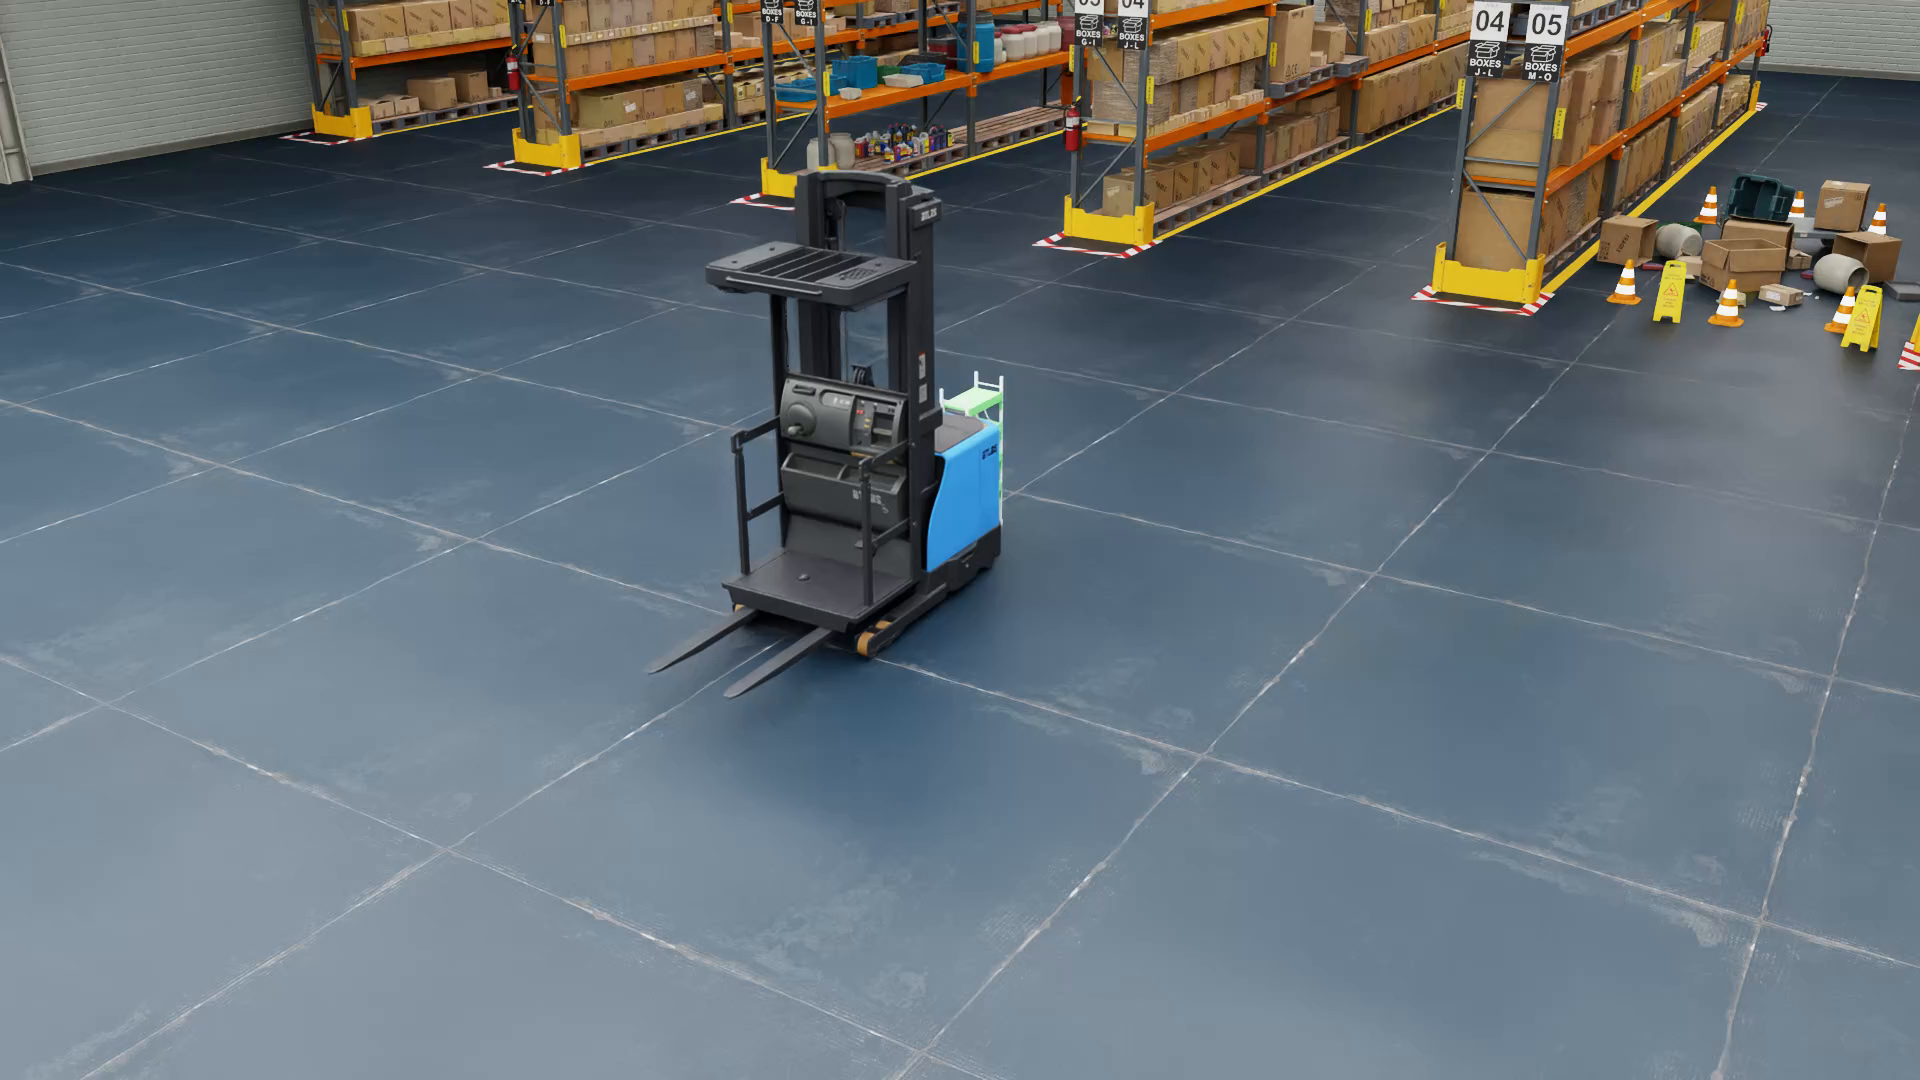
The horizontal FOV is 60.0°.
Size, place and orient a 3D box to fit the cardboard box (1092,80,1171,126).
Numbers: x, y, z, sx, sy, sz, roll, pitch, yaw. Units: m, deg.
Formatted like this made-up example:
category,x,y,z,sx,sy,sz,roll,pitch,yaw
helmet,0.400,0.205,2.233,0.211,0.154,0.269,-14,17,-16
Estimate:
category,x,y,z,sx,sy,sz,roll,pitch,yaw
cardboard box,2.201,-5.651,21.364,0.875,0.500,0.500,14,27,29

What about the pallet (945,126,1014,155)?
category,x,y,z,sx,sy,sz,roll,pitch,yaw
pallet,0.171,-6.671,27.729,1.003,0.211,1.213,14,27,29

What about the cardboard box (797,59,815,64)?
category,x,y,z,sx,sy,sz,roll,pitch,yaw
cardboard box,-2.832,-9.139,32.148,0.500,0.311,0.500,15,28,31

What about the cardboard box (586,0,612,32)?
category,x,y,z,sx,sy,sz,roll,pitch,yaw
cardboard box,-5.968,-8.359,26.360,0.700,0.500,0.500,13,27,28

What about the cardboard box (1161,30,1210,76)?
category,x,y,z,sx,sy,sz,roll,pitch,yaw
cardboard box,2.942,-6.395,21.824,0.500,0.500,0.500,14,27,29

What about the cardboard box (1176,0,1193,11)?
category,x,y,z,sx,sy,sz,roll,pitch,yaw
cardboard box,2.629,-6.881,21.117,0.500,0.250,0.500,13,27,28

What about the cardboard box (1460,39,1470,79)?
category,x,y,z,sx,sy,sz,roll,pitch,yaw
cardboard box,9.578,-9.367,32.593,0.875,0.875,0.875,14,27,29

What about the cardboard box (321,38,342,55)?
category,x,y,z,sx,sy,sz,roll,pitch,yaw
cardboard box,-10.655,-8.542,28.705,0.500,0.250,0.500,14,27,30

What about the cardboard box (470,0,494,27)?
category,x,y,z,sx,sy,sz,roll,pitch,yaw
cardboard box,-8.872,-9.644,30.306,0.500,0.500,0.500,14,27,29

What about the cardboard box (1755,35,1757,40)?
category,x,y,z,sx,sy,sz,roll,pitch,yaw
cardboard box,14.393,-9.255,30.505,0.380,0.149,0.250,14,27,29

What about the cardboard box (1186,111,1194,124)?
category,x,y,z,sx,sy,sz,roll,pitch,yaw
cardboard box,2.895,-5.643,22.162,0.380,0.149,0.250,14,27,29

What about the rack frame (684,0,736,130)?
category,x,y,z,sx,sy,sz,roll,pitch,yaw
rack frame,-4.416,-8.716,28.945,1.000,3.000,0.127,14,27,29

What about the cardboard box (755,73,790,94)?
category,x,y,z,sx,sy,sz,roll,pitch,yaw
cardboard box,-3.446,-8.335,30.289,0.500,0.311,0.500,13,27,27

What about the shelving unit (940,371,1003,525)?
category,x,y,z,sx,sy,sz,roll,pitch,yaw
shelving unit,0.087,-0.606,12.476,0.258,1.200,0.503,14,27,29

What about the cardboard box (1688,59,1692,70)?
category,x,y,z,sx,sy,sz,roll,pitch,yaw
cardboard box,10.959,-7.284,25.422,0.380,0.149,0.250,15,28,32

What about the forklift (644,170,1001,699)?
category,x,y,z,sx,sy,sz,roll,pitch,yaw
forklift,-0.882,-0.788,10.717,1.130,2.935,3.031,13,27,28

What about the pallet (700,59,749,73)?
category,x,y,z,sx,sy,sz,roll,pitch,yaw
pallet,-5.392,-10.484,36.538,1.003,0.211,1.213,14,27,29

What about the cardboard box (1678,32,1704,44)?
category,x,y,z,sx,sy,sz,roll,pitch,yaw
cardboard box,11.369,-7.825,25.925,0.380,0.149,0.250,15,27,31

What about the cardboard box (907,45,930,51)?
category,x,y,z,sx,sy,sz,roll,pitch,yaw
cardboard box,-0.746,-9.910,34.295,0.500,0.500,0.500,14,27,30

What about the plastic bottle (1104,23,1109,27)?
category,x,y,z,sx,sy,sz,roll,pitch,yaw
plastic bottle,2.767,-9.722,31.429,0.097,0.271,0.097,0,23,0

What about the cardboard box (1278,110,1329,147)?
category,x,y,z,sx,sy,sz,roll,pitch,yaw
cardboard box,5.490,-6.624,26.703,0.700,0.500,0.500,11,26,25

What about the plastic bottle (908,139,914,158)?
category,x,y,z,sx,sy,sz,roll,pitch,yaw
plastic bottle,-0.758,-6.041,25.646,0.097,0.271,0.097,0,23,0

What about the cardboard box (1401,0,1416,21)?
category,x,y,z,sx,sy,sz,roll,pitch,yaw
cardboard box,7.516,-9.399,29.133,0.797,0.503,0.637,14,27,30

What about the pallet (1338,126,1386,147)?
category,x,y,z,sx,sy,sz,roll,pitch,yaw
pallet,6.588,-6.960,28.397,1.003,0.211,1.213,14,27,29

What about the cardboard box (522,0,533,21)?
category,x,y,z,sx,sy,sz,roll,pitch,yaw
cardboard box,-8.329,-10.166,31.613,0.700,0.500,0.500,14,27,29

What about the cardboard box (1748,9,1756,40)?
category,x,y,z,sx,sy,sz,roll,pitch,yaw
cardboard box,13.663,-9.081,29.285,0.500,0.500,0.500,15,28,32

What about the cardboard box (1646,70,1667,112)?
category,x,y,z,sx,sy,sz,roll,pitch,yaw
cardboard box,9.464,-6.243,23.104,0.500,0.500,0.500,14,27,30

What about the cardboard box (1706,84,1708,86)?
category,x,y,z,sx,sy,sz,roll,pitch,yaw
cardboard box,13.195,-8.114,29.865,0.380,0.149,0.250,14,27,29

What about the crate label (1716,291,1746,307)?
category,x,y,z,sx,sy,sz,roll,pitch,yaw
crate label,8.678,-2.710,18.674,0.250,0.136,0.298,1,23,2

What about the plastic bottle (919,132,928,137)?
category,x,y,z,sx,sy,sz,roll,pitch,yaw
plastic bottle,-0.545,-6.309,26.258,0.152,0.276,0.135,14,27,29

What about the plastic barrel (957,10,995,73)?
category,x,y,z,sx,sy,sz,roll,pitch,yaw
plastic barrel,0.251,-7.974,26.599,0.600,0.901,0.708,14,27,29

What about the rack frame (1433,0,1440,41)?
category,x,y,z,sx,sy,sz,roll,pitch,yaw
rack frame,8.218,-9.339,30.383,1.000,3.000,0.127,14,27,29

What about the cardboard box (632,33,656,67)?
category,x,y,z,sx,sy,sz,roll,pitch,yaw
cardboard box,-5.455,-8.090,27.372,0.700,0.500,0.500,15,27,31

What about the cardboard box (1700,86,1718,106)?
category,x,y,z,sx,sy,sz,roll,pitch,yaw
cardboard box,12.200,-7.351,27.465,0.500,0.250,0.500,13,27,28

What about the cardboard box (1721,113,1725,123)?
category,x,y,z,sx,sy,sz,roll,pitch,yaw
cardboard box,12.984,-7.295,28.722,0.380,0.149,0.250,15,27,30

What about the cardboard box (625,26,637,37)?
category,x,y,z,sx,sy,sz,roll,pitch,yaw
cardboard box,-5.459,-8.232,26.884,0.380,0.149,0.250,13,27,28

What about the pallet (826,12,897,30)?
category,x,y,z,sx,sy,sz,roll,pitch,yaw
pallet,-2.008,-10.222,32.664,1.213,0.211,1.003,14,27,29

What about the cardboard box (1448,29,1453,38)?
category,x,y,z,sx,sy,sz,roll,pitch,yaw
cardboard box,8.933,-9.432,30.913,0.380,0.149,0.250,15,28,31

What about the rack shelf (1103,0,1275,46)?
category,x,y,z,sx,sy,sz,roll,pitch,yaw
rack shelf,2.943,-7.011,22.134,1.077,0.370,4.000,14,27,29

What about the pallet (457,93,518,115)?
category,x,y,z,sx,sy,sz,roll,pitch,yaw
pallet,-8.951,-8.239,31.353,1.003,0.211,1.213,14,27,29

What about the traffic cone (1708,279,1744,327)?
category,x,y,z,sx,sy,sz,roll,pitch,yaw
traffic cone,8.316,-2.581,17.966,0.336,0.463,0.334,14,27,29

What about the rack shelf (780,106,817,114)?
category,x,y,z,sx,sy,sz,roll,pitch,yaw
rack shelf,-1.265,-6.738,25.099,0.831,0.071,3.687,14,27,29

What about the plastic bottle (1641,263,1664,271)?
category,x,y,z,sx,sy,sz,roll,pitch,yaw
plastic bottle,8.418,-3.311,20.157,0.283,0.061,0.133,5,24,11

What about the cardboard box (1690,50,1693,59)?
category,x,y,z,sx,sy,sz,roll,pitch,yaw
cardboard box,10.973,-7.433,25.394,0.380,0.149,0.250,13,27,27

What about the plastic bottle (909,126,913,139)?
category,x,y,z,sx,sy,sz,roll,pitch,yaw
plastic bottle,-0.807,-6.480,26.643,0.061,0.283,0.133,14,27,29

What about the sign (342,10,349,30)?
category,x,y,z,sx,sy,sz,roll,pitch,yaw
sign,-10.275,-8.687,27.787,0.100,0.325,0.005,14,27,29

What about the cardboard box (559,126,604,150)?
category,x,y,z,sx,sy,sz,roll,pitch,yaw
cardboard box,-6.054,-6.432,26.599,0.500,0.250,0.500,14,27,29

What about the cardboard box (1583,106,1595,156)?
category,x,y,z,sx,sy,sz,roll,pitch,yaw
cardboard box,7.124,-4.960,20.078,0.875,0.550,0.500,14,27,29

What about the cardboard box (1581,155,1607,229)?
category,x,y,z,sx,sy,sz,roll,pitch,yaw
cardboard box,7.767,-4.586,21.549,0.875,0.875,0.875,14,27,30

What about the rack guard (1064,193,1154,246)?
category,x,y,z,sx,sy,sz,roll,pitch,yaw
rack guard,1.928,-4.168,21.583,1.175,0.500,0.348,14,27,29

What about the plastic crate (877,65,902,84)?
category,x,y,z,sx,sy,sz,roll,pitch,yaw
plastic crate,-1.166,-7.181,25.664,0.450,0.188,0.662,14,27,29

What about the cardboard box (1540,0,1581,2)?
category,x,y,z,sx,sy,sz,roll,pitch,yaw
cardboard box,6.521,-6.007,18.071,0.500,0.250,0.500,14,27,29

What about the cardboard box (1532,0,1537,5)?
category,x,y,z,sx,sy,sz,roll,pitch,yaw
cardboard box,6.338,-6.156,18.915,0.380,0.149,0.250,14,27,29

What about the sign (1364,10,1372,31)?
category,x,y,z,sx,sy,sz,roll,pitch,yaw
sign,6.574,-8.374,26.795,0.100,0.325,0.005,14,27,29
